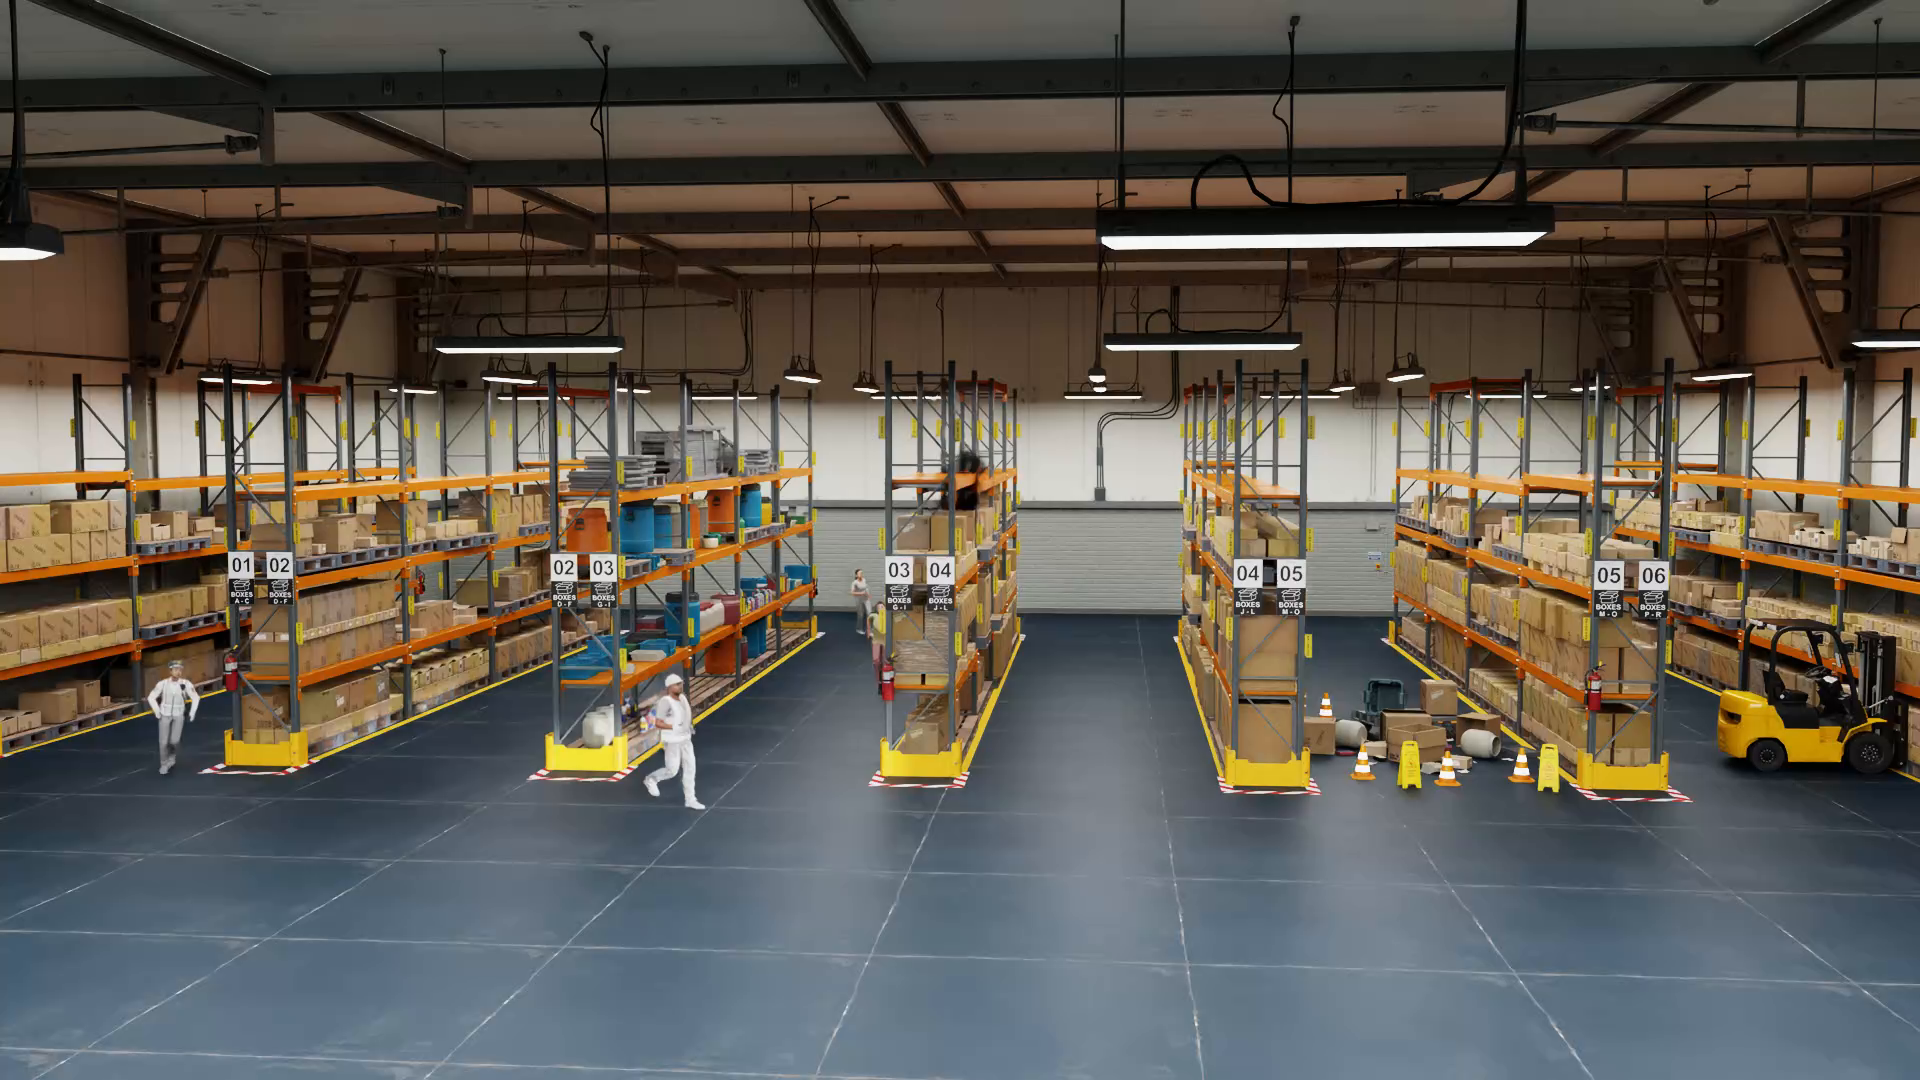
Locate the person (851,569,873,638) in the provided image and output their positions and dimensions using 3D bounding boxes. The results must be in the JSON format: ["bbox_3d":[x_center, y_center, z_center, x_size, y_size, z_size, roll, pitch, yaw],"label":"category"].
[{"bbox_3d":[-2.412,1.530,40.222,0.556,1.680,0.836,-2,4,-29],"label":"person"}]

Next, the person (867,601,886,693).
[{"bbox_3d":[-1.449,1.966,30.951,0.599,1.685,0.823,0,4,5],"label":"person"}]

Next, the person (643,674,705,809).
[{"bbox_3d":[-3.777,2.660,22.040,0.940,1.772,0.682,2,4,29],"label":"person"}]

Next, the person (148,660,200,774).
[{"bbox_3d":[-11.509,2.586,24.349,0.687,1.649,0.480,-2,4,-24],"label":"person"}]
